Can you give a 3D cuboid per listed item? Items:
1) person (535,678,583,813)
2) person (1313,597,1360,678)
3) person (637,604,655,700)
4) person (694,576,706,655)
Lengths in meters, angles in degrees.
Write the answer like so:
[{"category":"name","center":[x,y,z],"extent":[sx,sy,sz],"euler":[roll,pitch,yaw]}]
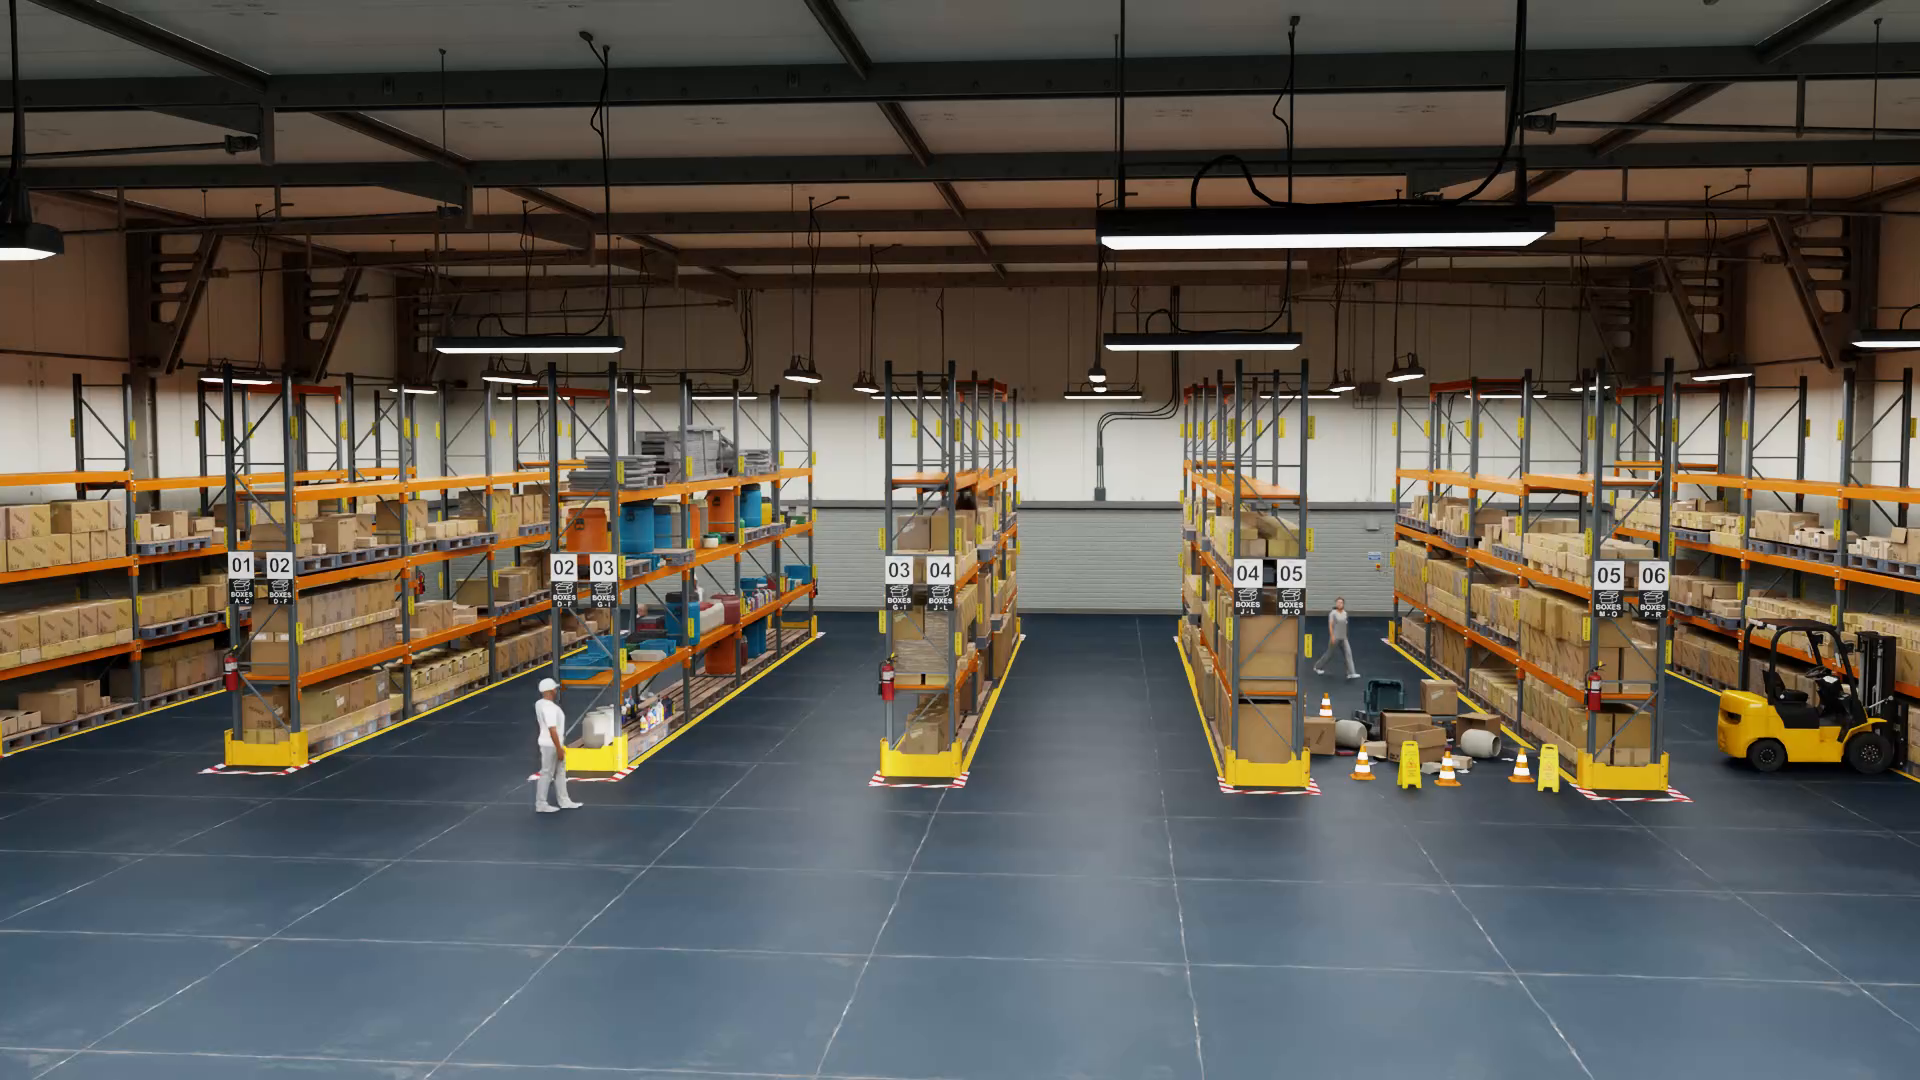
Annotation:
[{"category":"person","center":[-5.287,2.689,21.837],"extent":[0.597,1.768,0.612],"euler":[0,4,-7]},{"category":"person","center":[7.643,1.970,33.647],"extent":[0.559,1.632,1.030],"euler":[-4,5,-44]},{"category":"person","center":[-5.872,2.068,30.897],"extent":[0.423,1.781,0.643],"euler":[-1,4,-10]},{"category":"person","center":[-6.005,1.653,37.196],"extent":[0.500,1.729,0.975],"euler":[1,4,10]}]
